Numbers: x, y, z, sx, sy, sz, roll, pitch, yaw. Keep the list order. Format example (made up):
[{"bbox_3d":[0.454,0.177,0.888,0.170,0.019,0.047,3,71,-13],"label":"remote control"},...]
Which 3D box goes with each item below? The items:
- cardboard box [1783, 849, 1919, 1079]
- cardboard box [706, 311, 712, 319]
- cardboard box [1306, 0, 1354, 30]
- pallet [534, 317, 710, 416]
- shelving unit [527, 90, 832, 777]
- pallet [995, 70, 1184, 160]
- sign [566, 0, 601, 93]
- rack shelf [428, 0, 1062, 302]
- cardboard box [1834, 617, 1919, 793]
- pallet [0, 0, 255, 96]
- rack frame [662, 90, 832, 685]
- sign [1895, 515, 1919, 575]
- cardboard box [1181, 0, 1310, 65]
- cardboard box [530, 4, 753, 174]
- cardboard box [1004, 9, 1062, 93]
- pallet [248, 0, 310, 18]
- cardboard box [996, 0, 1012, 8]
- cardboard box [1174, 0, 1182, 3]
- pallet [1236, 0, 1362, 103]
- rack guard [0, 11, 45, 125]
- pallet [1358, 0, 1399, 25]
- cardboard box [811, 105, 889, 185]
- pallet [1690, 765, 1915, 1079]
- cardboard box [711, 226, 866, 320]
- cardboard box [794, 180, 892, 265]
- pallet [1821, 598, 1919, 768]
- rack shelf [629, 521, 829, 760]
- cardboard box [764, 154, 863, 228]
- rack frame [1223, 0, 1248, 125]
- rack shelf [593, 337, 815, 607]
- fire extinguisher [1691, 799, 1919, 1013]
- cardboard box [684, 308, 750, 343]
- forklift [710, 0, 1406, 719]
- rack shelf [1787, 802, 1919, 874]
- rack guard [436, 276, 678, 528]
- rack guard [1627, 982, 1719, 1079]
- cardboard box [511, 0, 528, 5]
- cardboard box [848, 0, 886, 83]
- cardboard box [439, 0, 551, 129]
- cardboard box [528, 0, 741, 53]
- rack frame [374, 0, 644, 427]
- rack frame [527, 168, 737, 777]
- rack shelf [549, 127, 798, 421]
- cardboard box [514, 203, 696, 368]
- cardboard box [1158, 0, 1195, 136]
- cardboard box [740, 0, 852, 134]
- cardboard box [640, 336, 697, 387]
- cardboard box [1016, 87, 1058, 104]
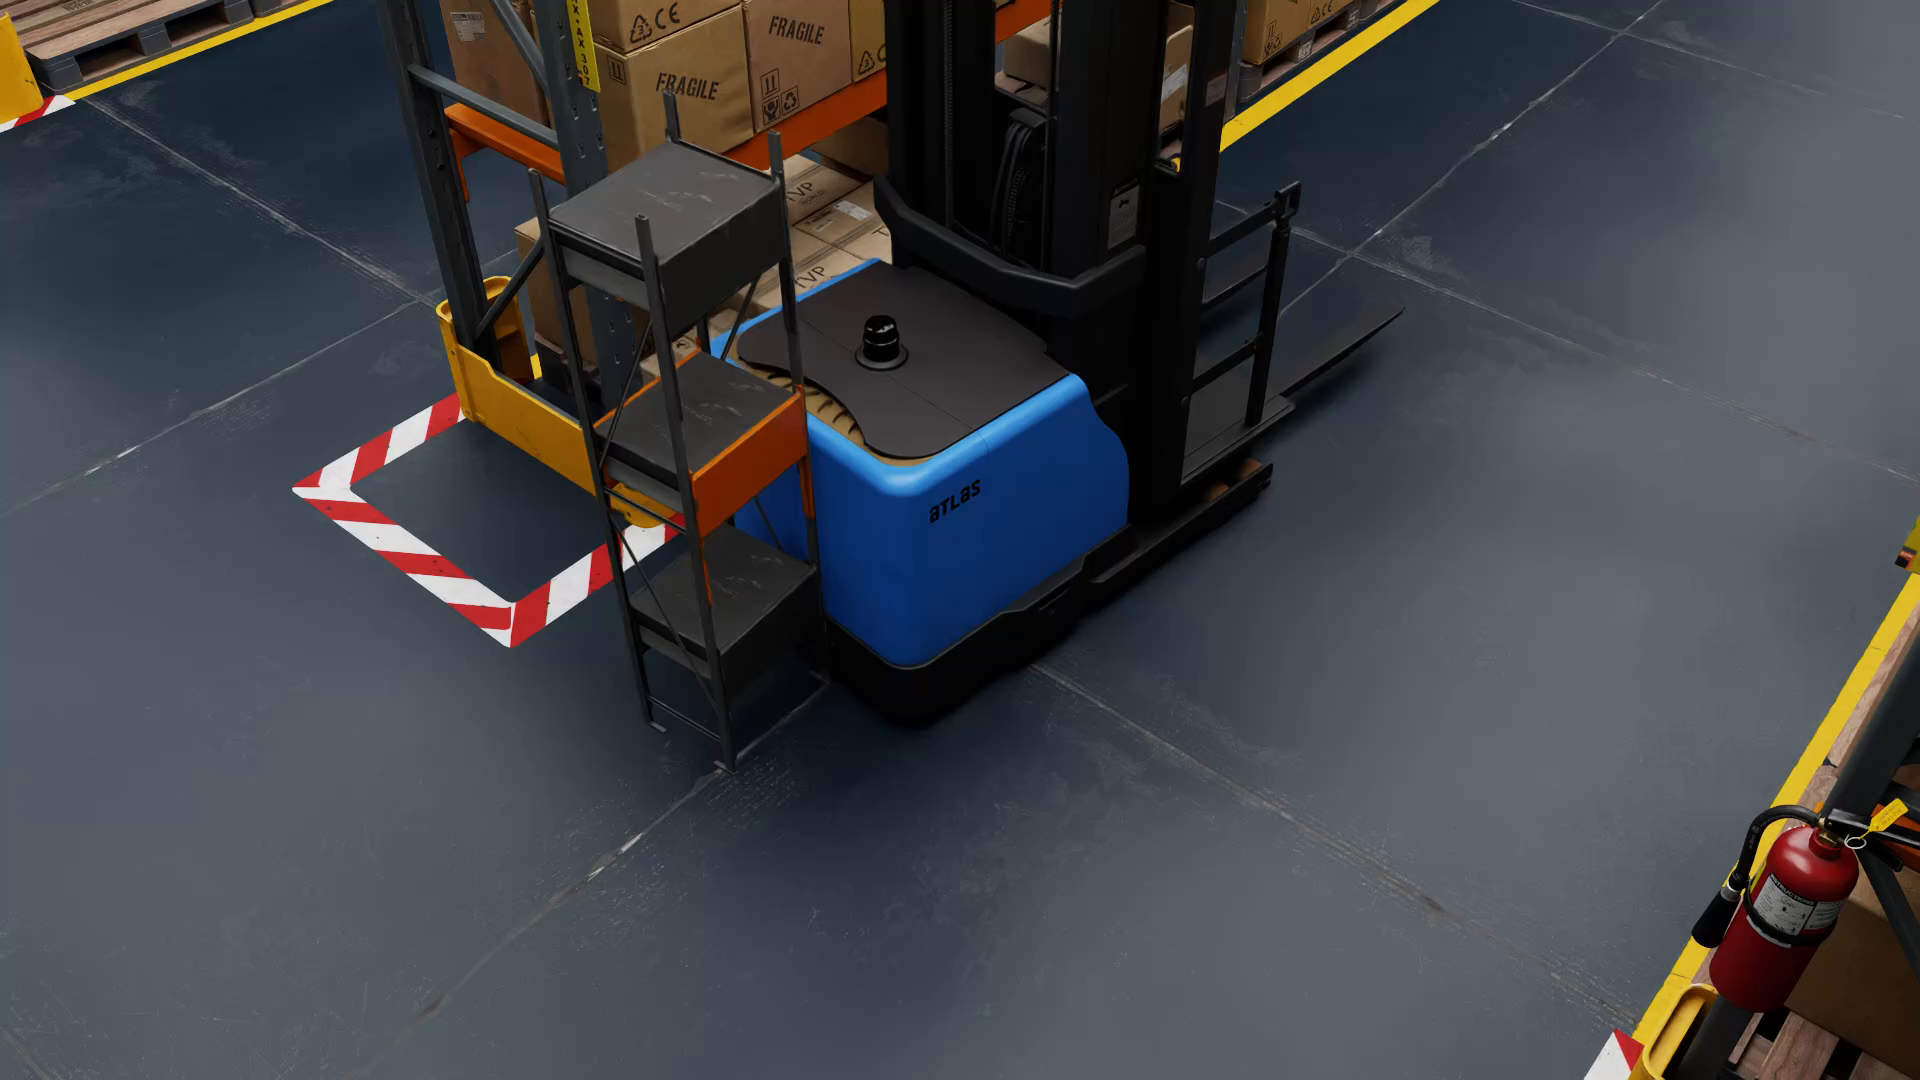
[{"bbox_3d":[2.603,1.071,4.389,0.700,0.500,0.500,29,50,28],"label":"cardboard box"},{"bbox_3d":[-1.074,-1.109,7.019,0.380,0.166,0.250,29,50,28],"label":"cardboard box"},{"bbox_3d":[1.842,-3.159,9.025,0.500,0.500,0.500,30,50,29],"label":"cardboard box"},{"bbox_3d":[-1.004,-0.856,7.035,1.003,0.211,1.213,29,50,28],"label":"pallet"},{"bbox_3d":[-0.759,-0.216,4.920,0.431,2.100,0.503,26,49,26],"label":"shelving unit"},{"bbox_3d":[0.567,-2.113,8.417,1.003,0.211,1.213,29,50,28],"label":"pallet"},{"bbox_3d":[-1.150,-1.523,5.052,0.100,0.325,0.005,29,50,28],"label":"sign"},{"bbox_3d":[-0.278,-2.202,6.976,1.077,0.370,4.000,29,50,28],"label":"rack shelf"},{"bbox_3d":[2.549,0.327,3.438,0.980,0.700,0.700,32,51,30],"label":"cardboard box"},{"bbox_3d":[-4.793,-2.961,9.349,1.003,0.211,1.213,29,50,28],"label":"pallet"},{"bbox_3d":[-0.617,-0.352,5.063,0.400,2.100,0.015,26,49,26],"label":"rack frame"},{"bbox_3d":[1.823,-0.053,3.042,0.100,0.325,0.005,29,50,28],"label":"sign"},{"bbox_3d":[1.507,-2.879,8.718,0.500,0.500,0.500,27,49,27],"label":"cardboard box"},{"bbox_3d":[-1.078,-1.589,5.694,0.500,0.500,0.500,31,50,29],"label":"cardboard box"},{"bbox_3d":[0.574,-2.543,8.489,0.500,0.311,0.500,29,50,28],"label":"cardboard box"},{"bbox_3d":[-4.008,-3.586,10.037,1.003,0.211,1.213,29,50,28],"label":"pallet"},{"bbox_3d":[-0.101,-2.371,6.554,0.500,0.500,0.500,30,50,29],"label":"cardboard box"},{"bbox_3d":[1.108,-3.114,8.976,0.500,0.500,0.500,29,50,28],"label":"cardboard box"},{"bbox_3d":[1.504,-2.901,9.284,1.003,0.211,1.213,29,50,28],"label":"pallet"},{"bbox_3d":[-5.359,-2.642,8.784,1.175,0.500,0.348,29,50,28],"label":"rack guard"},{"bbox_3d":[2.289,-3.532,9.978,1.003,0.211,1.213,29,50,28],"label":"pallet"},{"bbox_3d":[-0.196,-1.767,7.492,0.797,0.503,0.637,29,50,28],"label":"cardboard box"},{"bbox_3d":[2.684,1.291,4.673,1.003,0.211,1.213,29,50,28],"label":"pallet"},{"bbox_3d":[-0.676,-0.998,6.835,0.500,0.250,0.500,29,50,28],"label":"cardboard box"},{"bbox_3d":[-0.354,-1.255,7.118,0.500,0.250,0.500,29,50,28],"label":"cardboard box"},{"bbox_3d":[3.469,0.666,5.361,1.003,0.211,1.213,29,50,28],"label":"pallet"},{"bbox_3d":[-0.752,0.306,5.407,0.431,0.518,0.480,26,49,26],"label":"rack shelf"},{"bbox_3d":[-0.769,-1.446,7.328,0.500,0.250,0.500,29,50,28],"label":"cardboard box"},{"bbox_3d":[1.009,-3.498,7.867,1.000,3.000,0.127,29,50,28],"label":"rack frame"},{"bbox_3d":[-0.759,-0.206,4.929,0.431,0.518,0.480,26,49,26],"label":"rack shelf"},{"bbox_3d":[1.779,0.749,3.531,0.296,0.674,0.183,29,50,28],"label":"fire extinguisher"},{"bbox_3d":[-0.872,-0.748,6.622,0.380,0.166,0.250,29,50,28],"label":"cardboard box"},{"bbox_3d":[0.558,-1.369,5.577,3.031,2.935,1.130,-33,52,-31],"label":"forklift"},{"bbox_3d":[3.516,-0.059,4.620,1.077,0.370,4.000,29,50,28],"label":"rack shelf"},{"bbox_3d":[-1.516,-0.552,6.486,1.175,0.500,0.348,29,50,28],"label":"rack guard"},{"bbox_3d":[2.213,1.642,4.072,1.175,0.500,0.348,29,50,28],"label":"rack guard"},{"bbox_3d":[-1.489,-2.193,5.615,0.500,0.500,0.500,29,50,28],"label":"cardboard box"},{"bbox_3d":[-0.424,-2.114,6.271,0.500,0.500,0.500,29,50,28],"label":"cardboard box"},{"bbox_3d":[-1.485,-1.823,5.951,0.500,0.500,0.500,31,51,30],"label":"cardboard box"},{"bbox_3d":[-1.078,-1.959,5.357,0.500,0.500,0.500,31,51,30],"label":"cardboard box"},{"bbox_3d":[-1.565,-1.438,5.602,1.000,3.000,0.127,29,50,28],"label":"rack frame"},{"bbox_3d":[-0.902,-0.079,4.776,0.400,2.100,0.015,26,49,26],"label":"rack frame"},{"bbox_3d":[-0.766,-0.717,4.451,0.431,0.518,0.480,26,49,26],"label":"rack shelf"},{"bbox_3d":[-1.404,-1.062,6.720,0.500,0.500,0.500,29,50,28],"label":"cardboard box"},{"bbox_3d":[0.860,-2.319,8.102,0.500,0.500,0.500,29,50,28],"label":"cardboard box"},{"bbox_3d":[-0.750,-1.857,5.989,0.500,0.500,0.500,29,50,28],"label":"cardboard box"},{"bbox_3d":[-1.032,-0.613,6.486,0.380,0.149,0.250,29,50,28],"label":"cardboard box"},{"bbox_3d":[0.377,-1.863,7.741,0.500,0.311,0.500,29,50,28],"label":"cardboard box"}]
